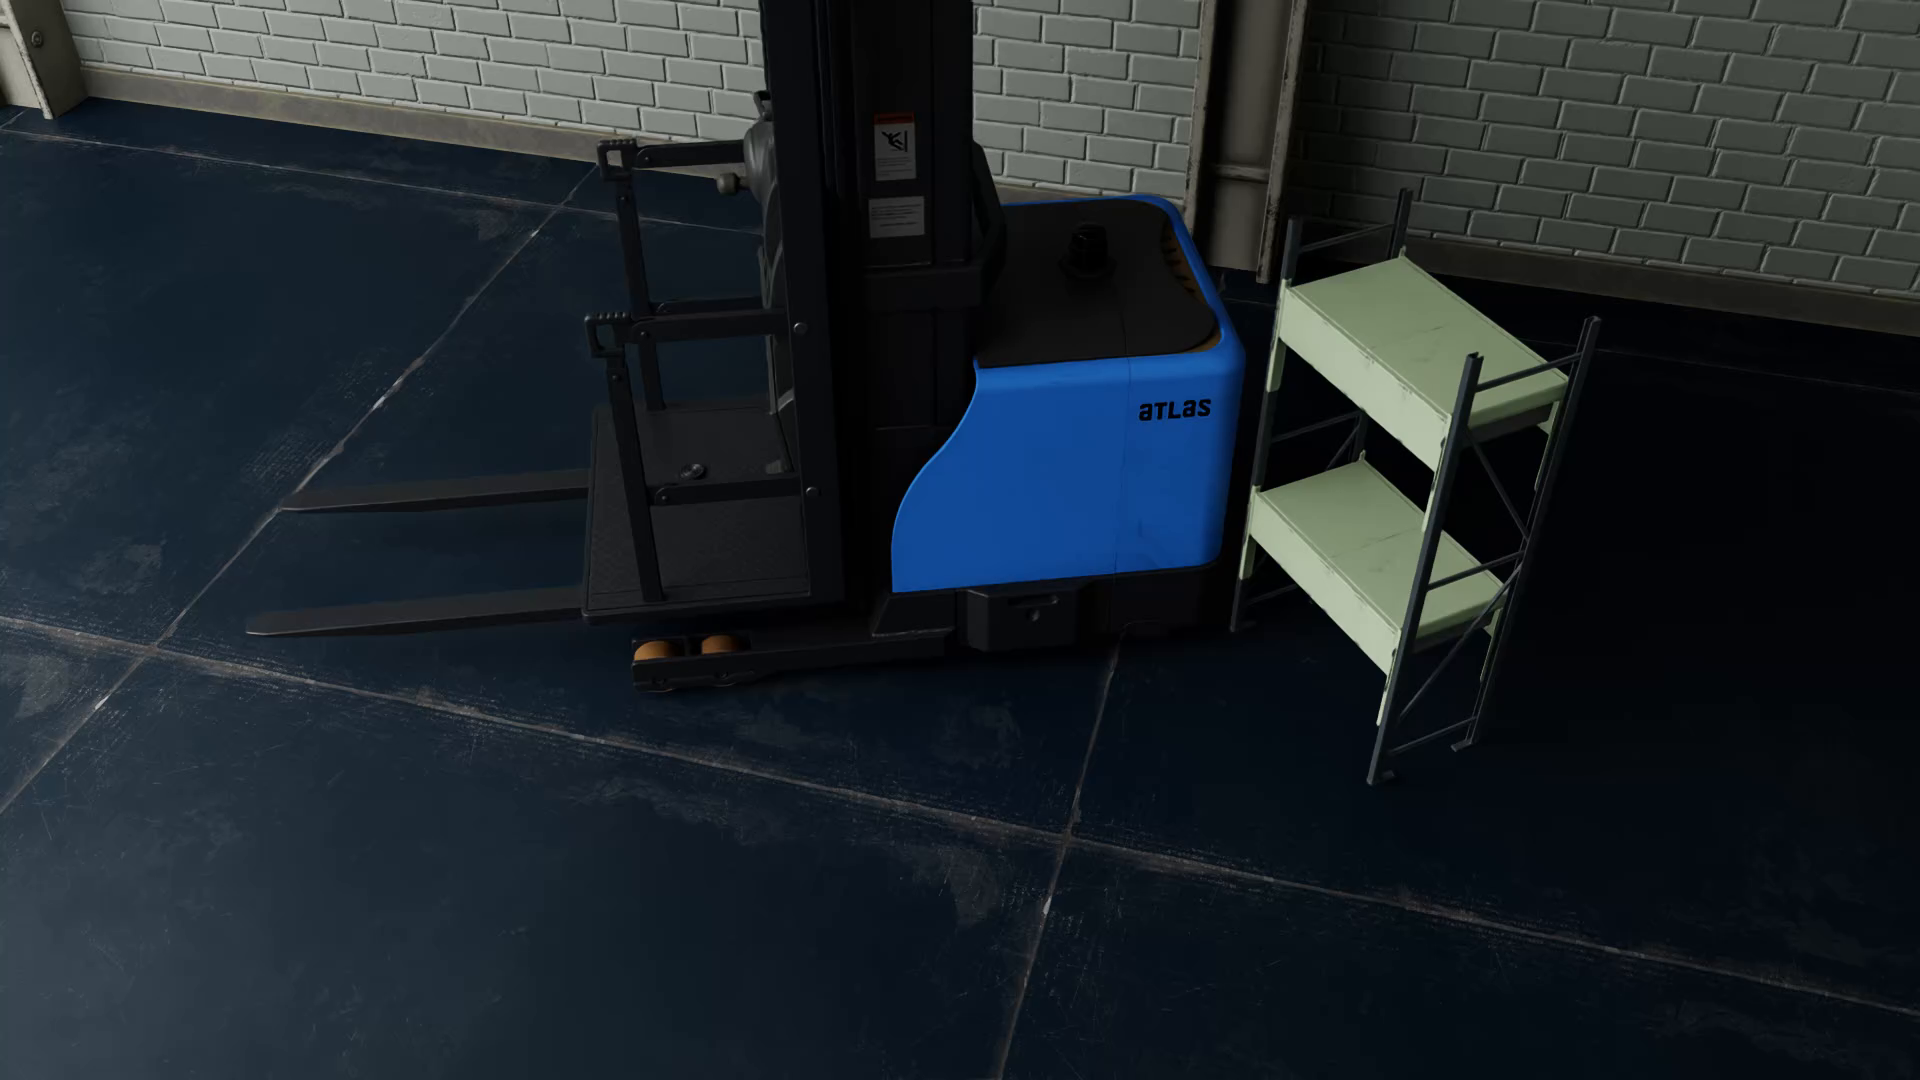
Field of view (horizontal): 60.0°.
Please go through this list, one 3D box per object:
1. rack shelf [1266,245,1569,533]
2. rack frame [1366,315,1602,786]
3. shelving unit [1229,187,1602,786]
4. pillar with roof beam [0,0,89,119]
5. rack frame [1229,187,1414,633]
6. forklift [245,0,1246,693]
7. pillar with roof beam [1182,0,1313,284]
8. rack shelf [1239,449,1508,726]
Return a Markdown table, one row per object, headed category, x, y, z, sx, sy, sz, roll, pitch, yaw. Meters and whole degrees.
| category | x | y | z | sx | sy | sz | roll | pitch | yaw |
| --- | --- | --- | --- | --- | --- | --- | --- | --- | --- |
| rack shelf | 1.222 | -0.424 | 4.481 | 0.431 | 0.370 | 0.720 | -17 | 43 | -20 |
| rack frame | 1.383 | 0.087 | 4.480 | 0.400 | 1.500 | 0.023 | -17 | 43 | -20 |
| shelving unit | 1.222 | -0.125 | 4.732 | 0.431 | 1.500 | 0.755 | -17 | 43 | -20 |
| pillar with roof beam | -5.750 | -2.981 | 2.302 | 0.400 | 9.000 | 9.100 | 10 | 41 | 11 |
| rack frame | 1.060 | -0.336 | 4.983 | 0.400 | 1.500 | 0.023 | -17 | 43 | -20 |
| forklift | -0.722 | -1.009 | 4.672 | 3.031 | 2.935 | 1.130 | -5 | 40 | -6 |
| pillar with roof beam | 0.046 | -1.983 | 1.114 | 0.400 | 9.000 | 9.100 | 10 | 41 | 11 |
| rack shelf | 1.221 | 0.125 | 4.941 | 0.431 | 0.370 | 0.720 | -17 | 43 | -20 |
